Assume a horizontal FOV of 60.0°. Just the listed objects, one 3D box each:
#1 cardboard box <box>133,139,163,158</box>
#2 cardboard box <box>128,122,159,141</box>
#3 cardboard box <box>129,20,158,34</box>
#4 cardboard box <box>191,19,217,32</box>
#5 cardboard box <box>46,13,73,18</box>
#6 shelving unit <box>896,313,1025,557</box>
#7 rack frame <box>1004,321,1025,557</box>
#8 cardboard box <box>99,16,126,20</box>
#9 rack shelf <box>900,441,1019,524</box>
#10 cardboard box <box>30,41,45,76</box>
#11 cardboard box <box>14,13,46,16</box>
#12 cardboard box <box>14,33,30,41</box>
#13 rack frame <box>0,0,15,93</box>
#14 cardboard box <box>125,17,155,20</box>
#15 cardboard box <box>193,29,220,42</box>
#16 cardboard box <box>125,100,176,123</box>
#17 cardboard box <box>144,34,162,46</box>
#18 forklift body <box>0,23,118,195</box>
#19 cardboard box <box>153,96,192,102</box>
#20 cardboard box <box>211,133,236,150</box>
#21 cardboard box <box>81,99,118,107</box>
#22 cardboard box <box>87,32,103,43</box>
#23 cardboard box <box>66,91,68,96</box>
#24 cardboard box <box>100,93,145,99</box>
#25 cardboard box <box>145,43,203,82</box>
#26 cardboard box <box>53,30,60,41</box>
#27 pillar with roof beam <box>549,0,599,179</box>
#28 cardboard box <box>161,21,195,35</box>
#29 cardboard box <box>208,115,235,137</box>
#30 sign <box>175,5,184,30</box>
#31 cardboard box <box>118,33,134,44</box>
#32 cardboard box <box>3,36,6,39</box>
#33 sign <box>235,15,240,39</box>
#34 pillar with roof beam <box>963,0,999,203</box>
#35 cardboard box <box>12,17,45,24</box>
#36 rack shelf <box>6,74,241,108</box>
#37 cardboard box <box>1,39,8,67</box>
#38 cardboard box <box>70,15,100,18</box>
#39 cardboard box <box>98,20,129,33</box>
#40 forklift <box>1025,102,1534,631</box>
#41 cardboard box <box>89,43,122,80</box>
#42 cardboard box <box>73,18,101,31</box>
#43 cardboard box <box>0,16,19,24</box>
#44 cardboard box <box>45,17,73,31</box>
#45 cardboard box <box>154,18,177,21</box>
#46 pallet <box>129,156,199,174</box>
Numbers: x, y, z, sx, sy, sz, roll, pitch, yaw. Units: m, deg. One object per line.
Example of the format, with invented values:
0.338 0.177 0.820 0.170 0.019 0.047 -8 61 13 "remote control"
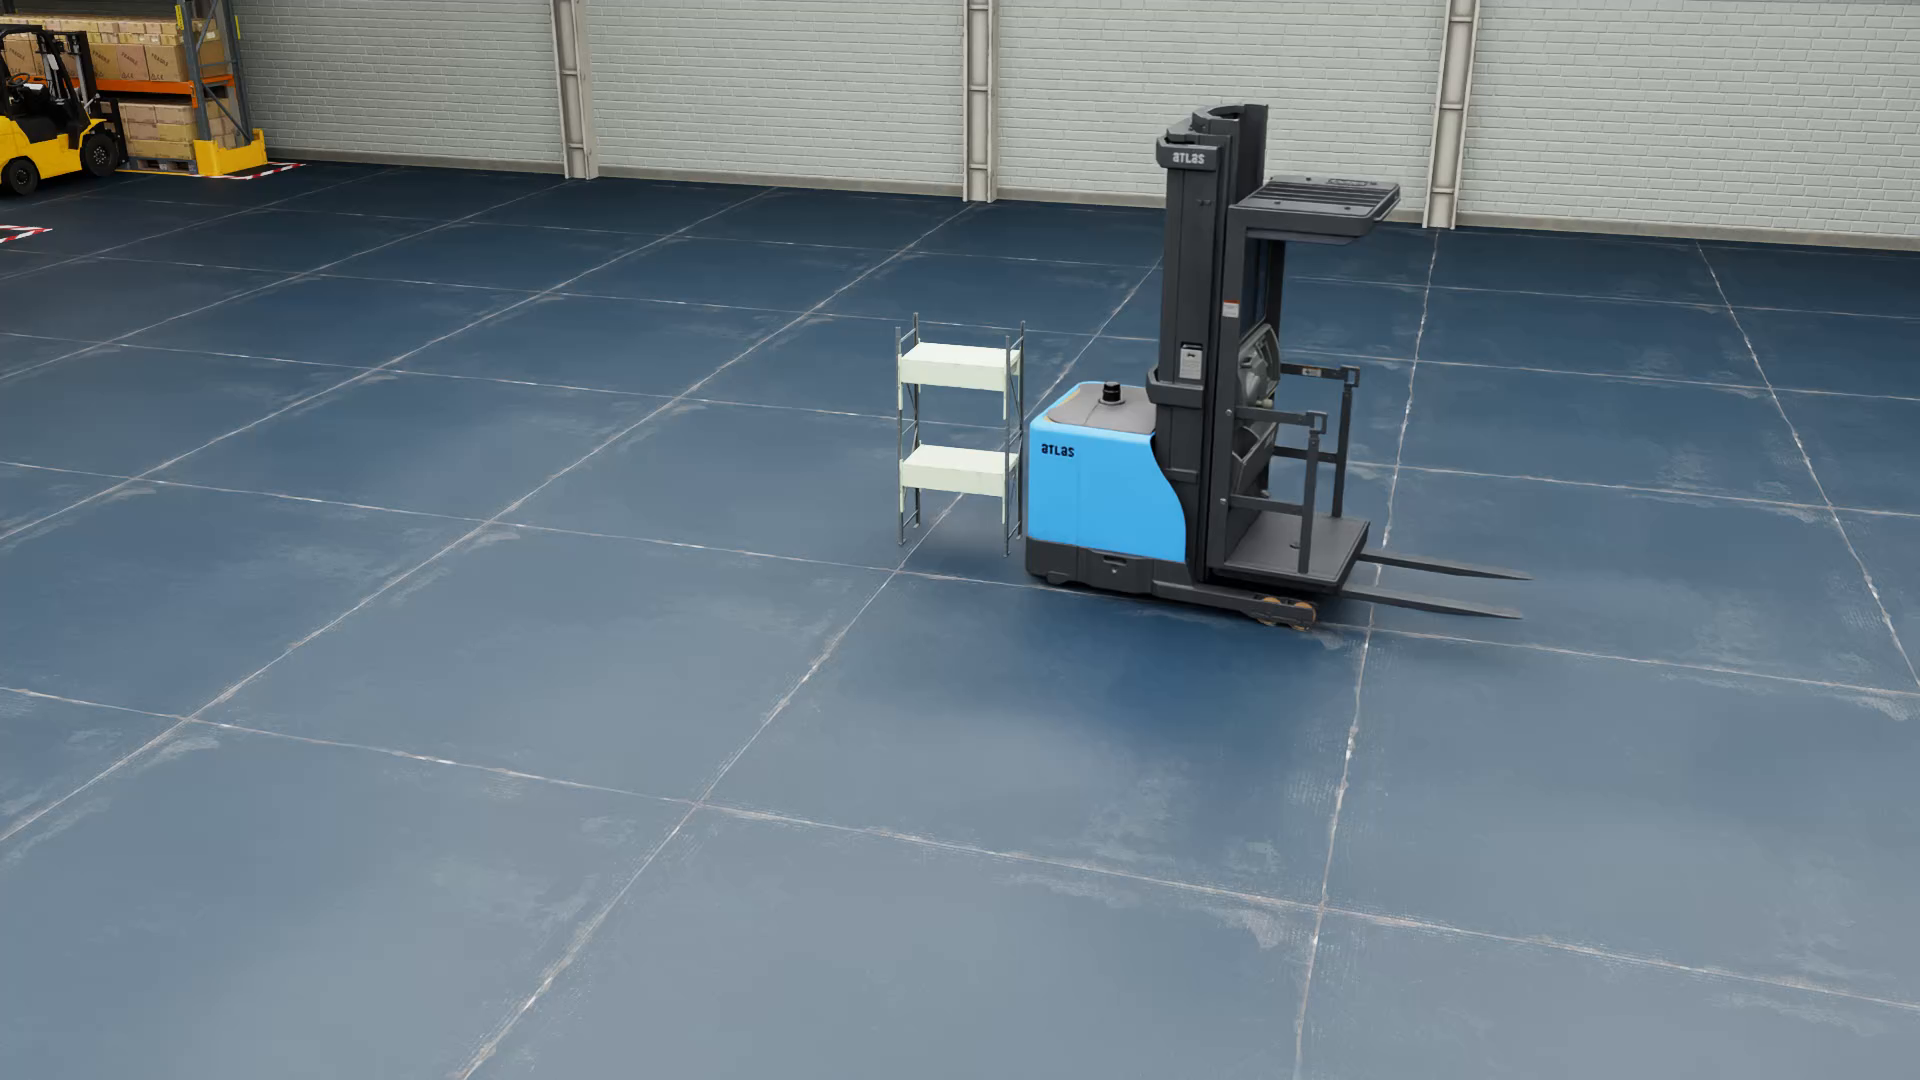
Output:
-11.826 -5.820 24.575 0.500 0.250 0.500 7 23 15 "cardboard box"
-11.844 -6.055 24.490 0.500 0.250 0.500 6 23 15 "cardboard box"
-11.718 -7.384 23.941 0.250 0.149 0.380 7 23 17 "cardboard box"
-11.071 -7.501 24.226 0.250 0.149 0.380 6 23 14 "cardboard box"
-13.504 -7.829 25.024 0.250 0.149 0.380 6 23 14 "cardboard box"
0.006 -0.693 10.984 0.755 1.500 0.431 7 23 16 "shelving unit"
0.357 -0.653 10.886 0.023 1.500 0.400 7 23 16 "rack frame"
-12.543 -7.681 24.665 0.250 0.149 0.380 7 23 16 "cardboard box"
0.006 -0.392 11.107 0.720 0.370 0.431 7 23 16 "rack shelf"
-13.303 -7.138 24.587 0.500 0.500 0.500 6 23 15 "cardboard box"
-14.019 -7.858 25.095 0.250 0.149 0.380 6 23 14 "cardboard box"
-13.691 -7.457 24.510 0.250 0.149 0.380 7 23 17 "cardboard box"
-14.641 -7.341 25.215 0.127 3.000 1.000 7 23 16 "rack frame"
-12.061 -7.618 24.512 0.250 0.149 0.380 7 23 17 "cardboard box"
-11.061 -7.381 24.324 0.250 0.149 0.380 6 23 14 "cardboard box"
-11.833 -6.279 24.376 0.500 0.250 0.500 7 23 16 "cardboard box"
-11.477 -7.203 23.890 0.250 0.149 0.380 7 23 16 "cardboard box"
-13.153 -6.055 23.198 1.214 2.155 2.313 7 23 16 "forklift body"
-11.696 -6.462 24.825 0.500 0.250 0.500 7 23 16 "cardboard box"
-11.225 -5.950 24.892 0.500 0.250 0.500 7 23 16 "cardboard box"
-12.801 -6.389 24.644 0.500 0.250 0.500 6 23 14 "cardboard box"
-12.459 -7.317 24.169 0.250 0.149 0.380 7 23 16 "cardboard box"
-13.624 -6.692 25.385 0.500 0.250 0.500 6 23 15 "cardboard box"
-12.660 -6.580 25.111 0.500 0.250 0.500 6 23 14 "cardboard box"
-11.358 -6.908 24.026 0.500 0.500 0.500 6 23 14 "cardboard box"
-13.194 -7.406 24.387 0.250 0.149 0.380 6 23 14 "cardboard box"
-6.717 -7.860 18.575 0.400 9.000 9.100 7 23 16 "pillar with roof beam"
-11.215 -7.350 23.856 0.250 0.149 0.380 7 23 16 "cardboard box"
-11.201 -6.183 24.803 0.500 0.250 0.500 7 23 16 "cardboard box"
-10.981 -7.352 23.404 0.005 0.325 0.100 7 23 16 "sign"
-11.942 -7.285 24.090 0.250 0.149 0.380 6 23 15 "cardboard box"
-14.163 -7.529 24.687 0.250 0.149 0.380 7 23 17 "cardboard box"
-10.645 -7.541 24.456 0.005 0.325 0.100 7 23 16 "sign"
-0.972 -7.203 16.972 0.400 9.000 9.100 7 23 16 "pillar with roof beam"
-13.681 -7.596 24.458 0.250 0.149 0.380 7 23 17 "cardboard box"
-12.726 -6.789 24.817 4.000 0.370 1.077 7 23 16 "rack shelf"
-14.291 -7.244 24.846 0.500 0.500 0.500 6 23 14 "cardboard box"
-13.031 -7.748 24.828 0.250 0.149 0.380 6 23 15 "cardboard box"
-12.217 -7.427 24.044 0.250 0.149 0.380 7 23 17 "cardboard box"
1.982 -1.042 9.949 3.031 2.935 1.130 9 24 21 "forklift"
-12.343 -7.024 24.309 0.500 0.500 0.500 6 23 14 "cardboard box"
-12.685 -7.516 24.261 0.250 0.149 0.380 7 23 16 "cardboard box"
-14.139 -7.693 24.694 0.250 0.149 0.380 7 23 16 "cardboard box"
-13.165 -7.570 24.394 0.250 0.149 0.380 6 23 15 "cardboard box"
-11.569 -7.566 24.384 0.250 0.149 0.380 7 23 17 "cardboard box"
-11.555 -5.681 24.842 1.213 0.211 1.003 7 23 16 "pallet"
